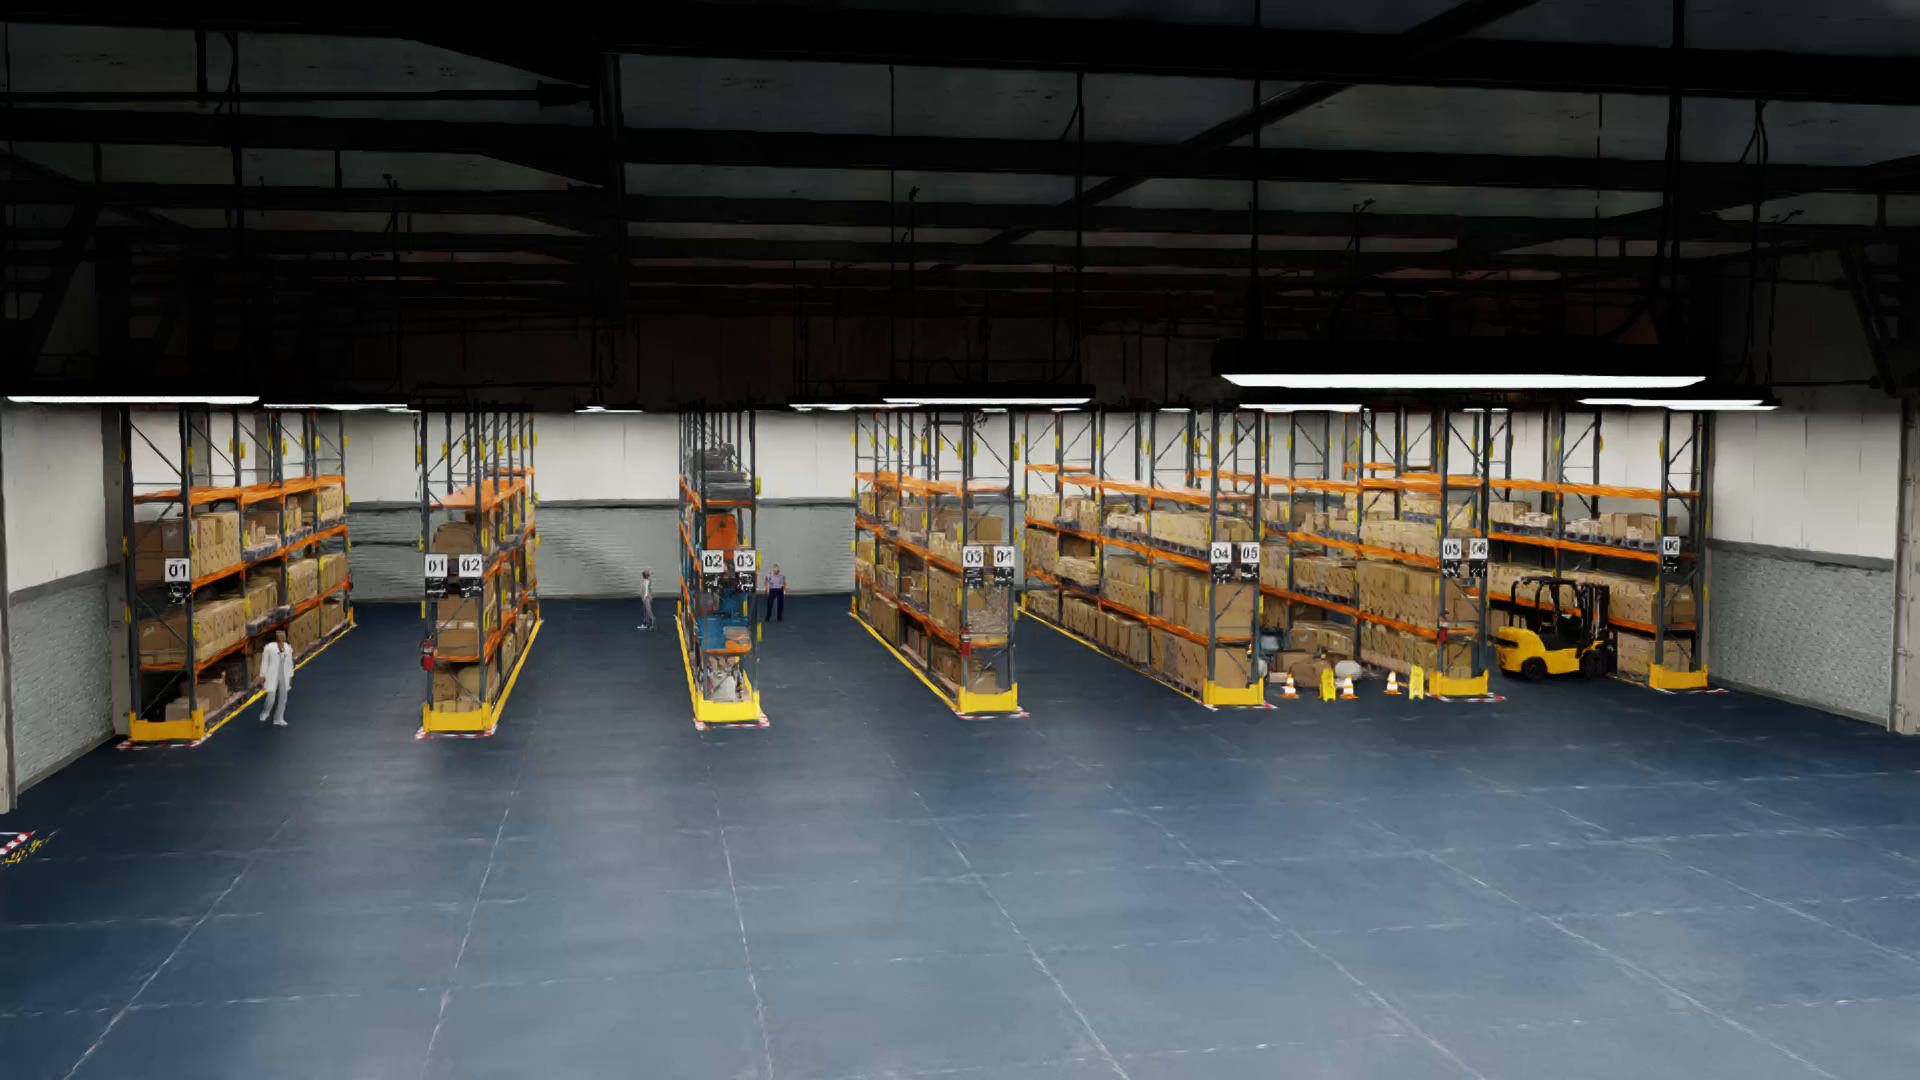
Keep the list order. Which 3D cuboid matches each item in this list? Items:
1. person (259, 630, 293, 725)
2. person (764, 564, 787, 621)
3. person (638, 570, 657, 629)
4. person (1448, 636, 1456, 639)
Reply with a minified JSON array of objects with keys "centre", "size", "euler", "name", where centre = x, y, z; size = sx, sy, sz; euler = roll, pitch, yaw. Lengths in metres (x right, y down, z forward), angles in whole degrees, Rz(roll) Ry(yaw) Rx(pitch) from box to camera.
[{"centre":[-12.631,2.527,30.686],"size":[0.590,1.771,0.614],"euler":[4,6,43],"name":"person"},{"centre":[-5.117,1.455,46.134],"size":[0.625,1.596,0.510],"euler":[-1,4,-14],"name":"person"},{"centre":[-8.348,1.577,44.363],"size":[0.515,1.587,0.597],"euler":[0,4,-5],"name":"person"},{"centre":[11.339,1.927,38.717],"size":[0.586,1.723,0.654],"euler":[2,5,20],"name":"person"}]
